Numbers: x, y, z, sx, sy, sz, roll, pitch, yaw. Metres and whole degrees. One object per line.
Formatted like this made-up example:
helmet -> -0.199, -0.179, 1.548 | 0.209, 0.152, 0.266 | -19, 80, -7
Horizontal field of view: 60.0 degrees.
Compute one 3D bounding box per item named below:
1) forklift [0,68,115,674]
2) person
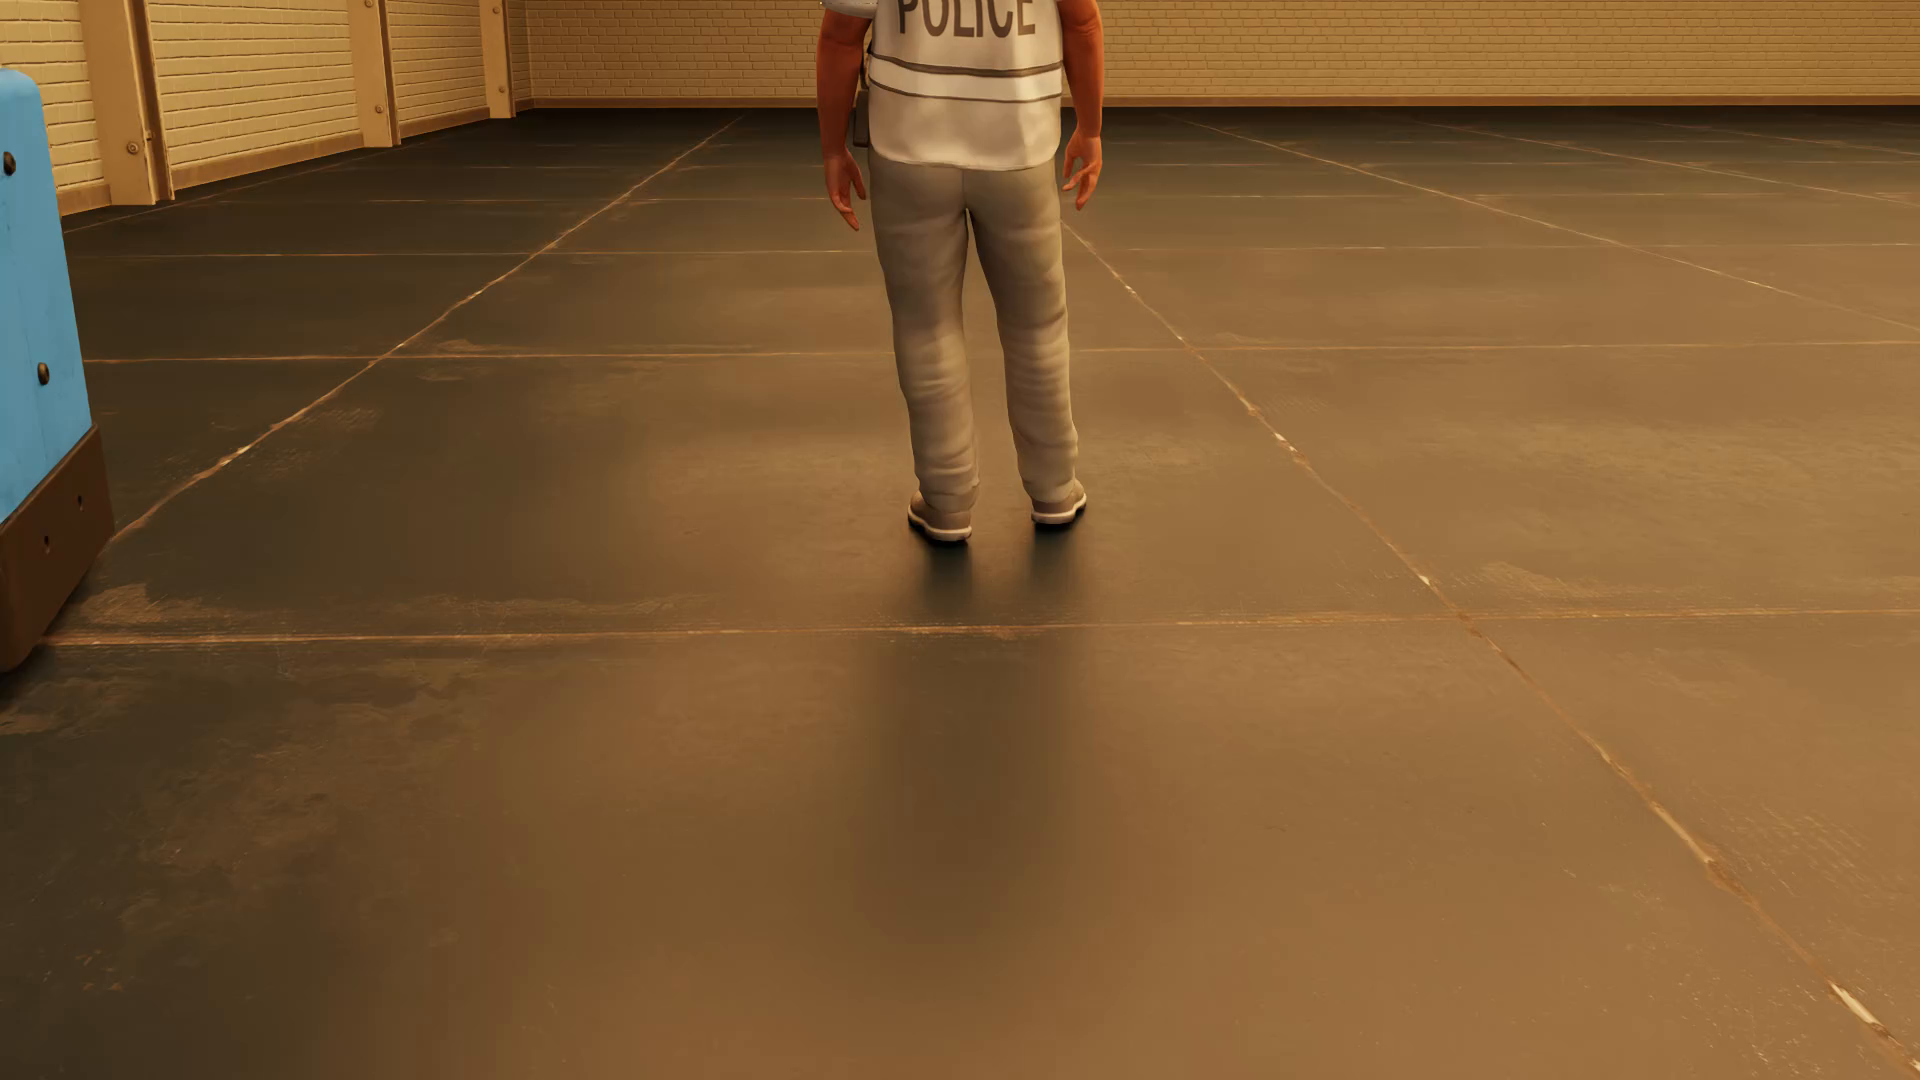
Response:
forklift -> -3.241, -1.113, 2.545 | 3.031, 2.935, 1.130 | -5, 18, -15
person -> 0.007, -0.883, 3.730 | 0.641, 1.781, 0.574 | -1, 17, -3
